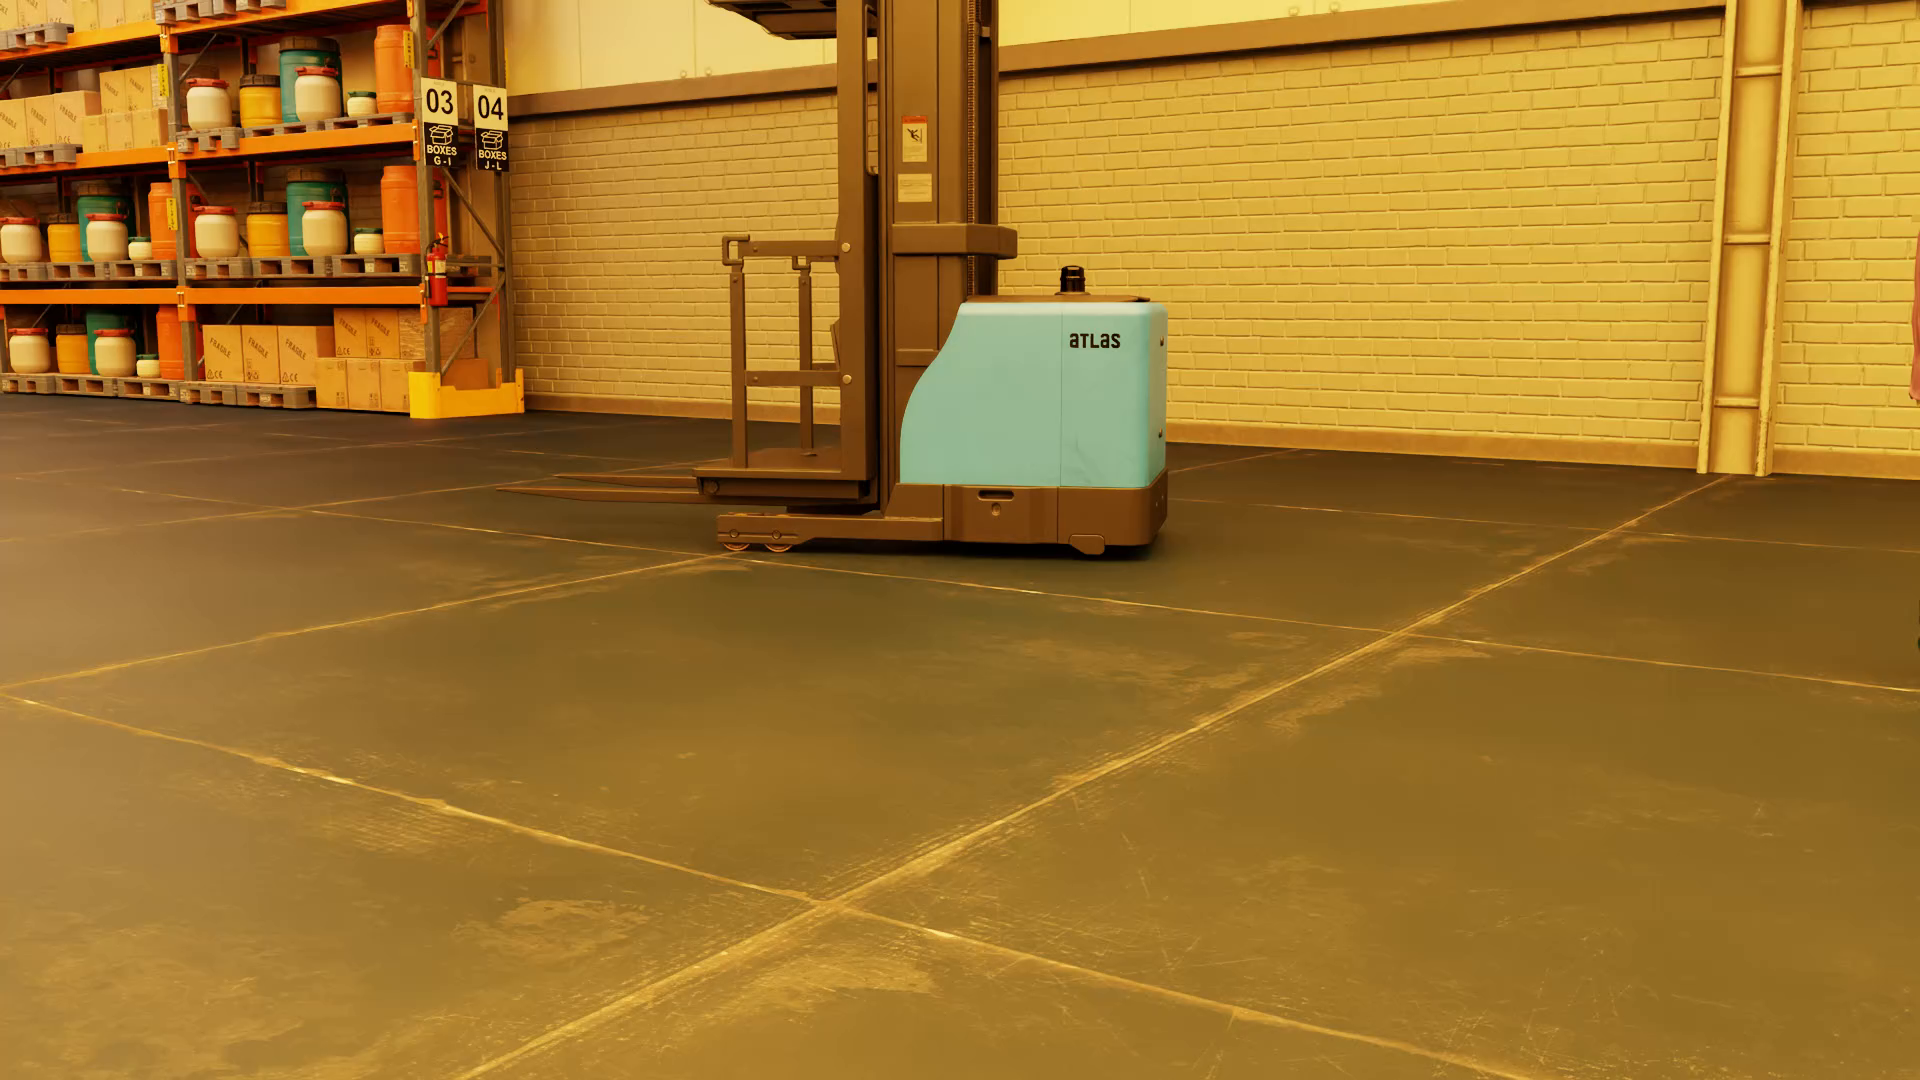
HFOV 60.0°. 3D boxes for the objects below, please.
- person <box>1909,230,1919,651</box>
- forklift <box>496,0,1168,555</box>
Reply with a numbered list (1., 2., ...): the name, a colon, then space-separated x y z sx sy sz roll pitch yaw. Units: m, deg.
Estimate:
1. person: 2.913 -0.394 4.651 0.473 1.598 0.521 4 9 24
2. forklift: -0.596 -1.469 7.520 3.031 2.935 1.130 2 8 12
